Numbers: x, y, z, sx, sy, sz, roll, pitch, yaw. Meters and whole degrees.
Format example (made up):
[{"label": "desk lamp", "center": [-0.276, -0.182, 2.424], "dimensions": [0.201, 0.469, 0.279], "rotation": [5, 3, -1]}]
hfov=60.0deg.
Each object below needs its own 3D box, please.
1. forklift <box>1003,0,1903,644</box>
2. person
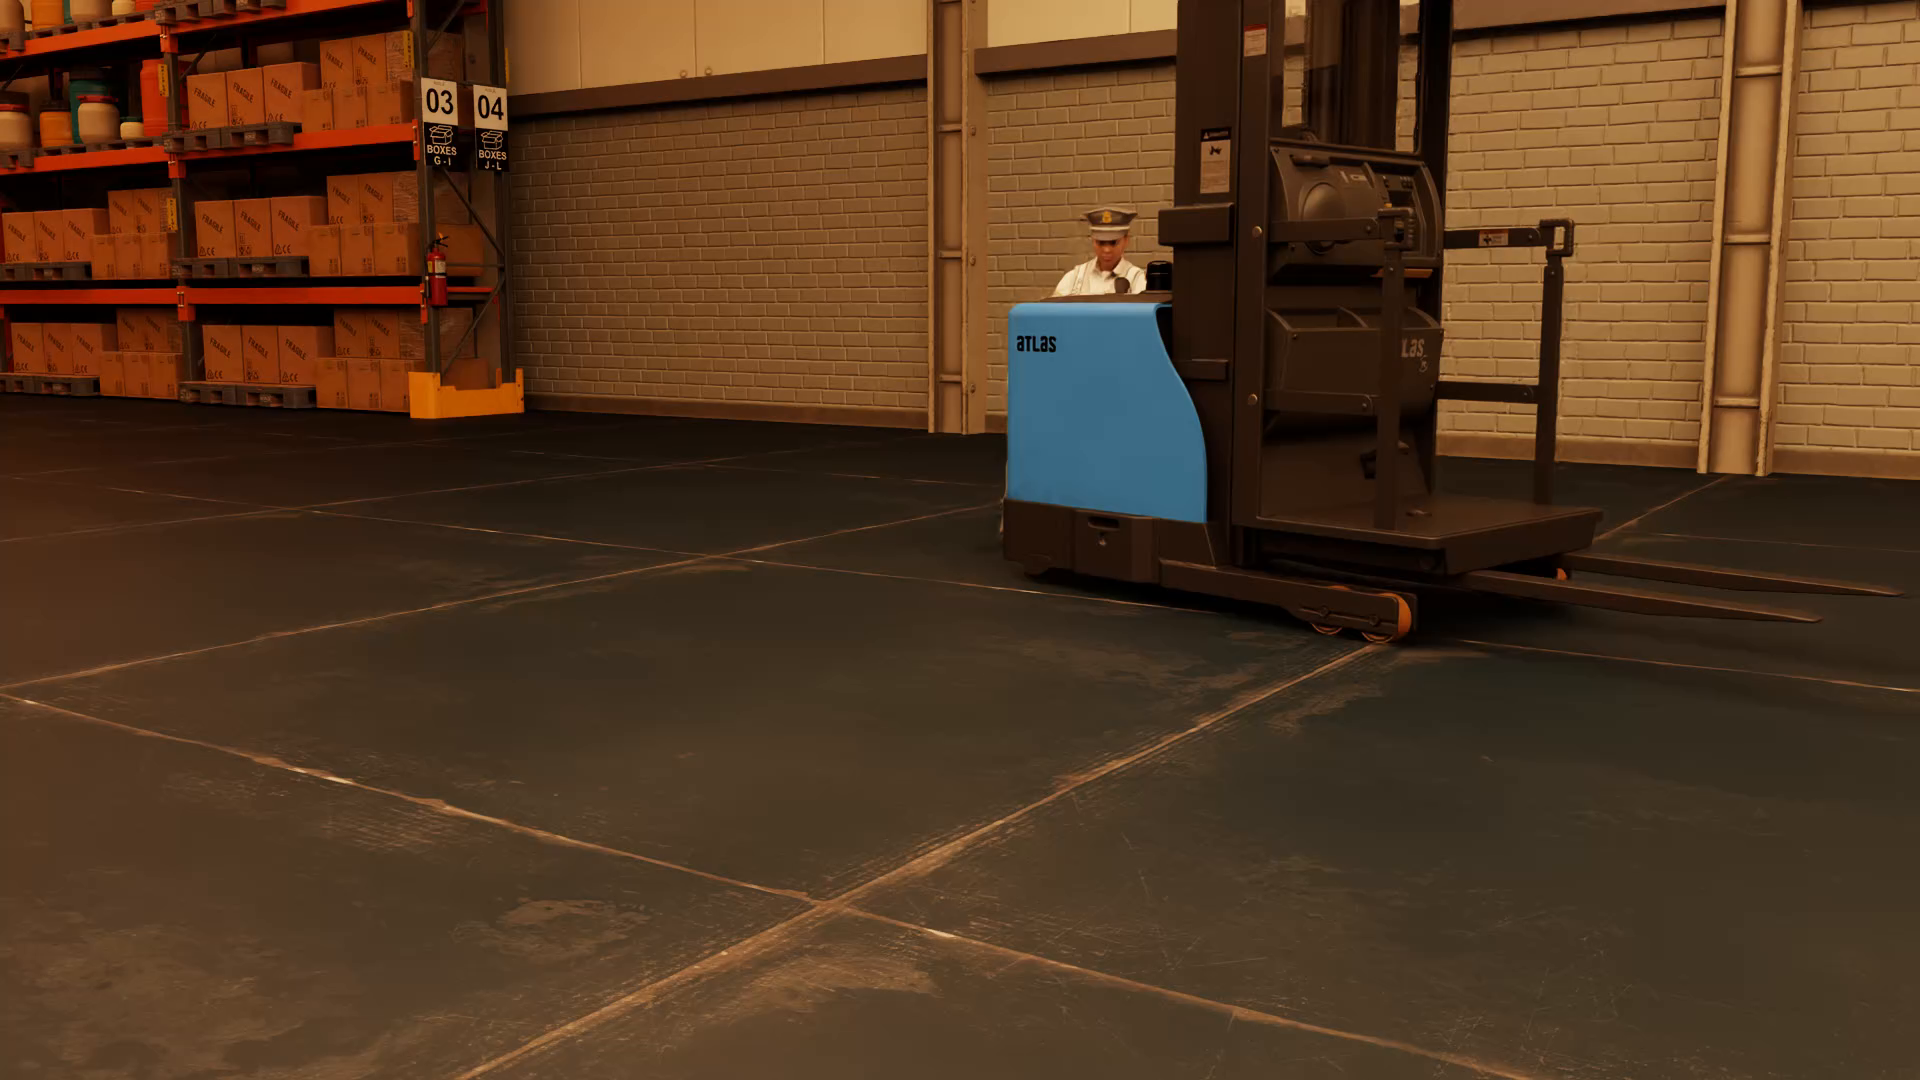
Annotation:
[{"label": "forklift", "center": [1.533, -1.201, 5.639], "dimensions": [1.130, 2.935, 3.031], "rotation": [-7, 11, -42]}, {"label": "person", "center": [0.679, -0.728, 7.519], "dimensions": [0.899, 1.537, 0.779], "rotation": [3, 9, 20]}]
